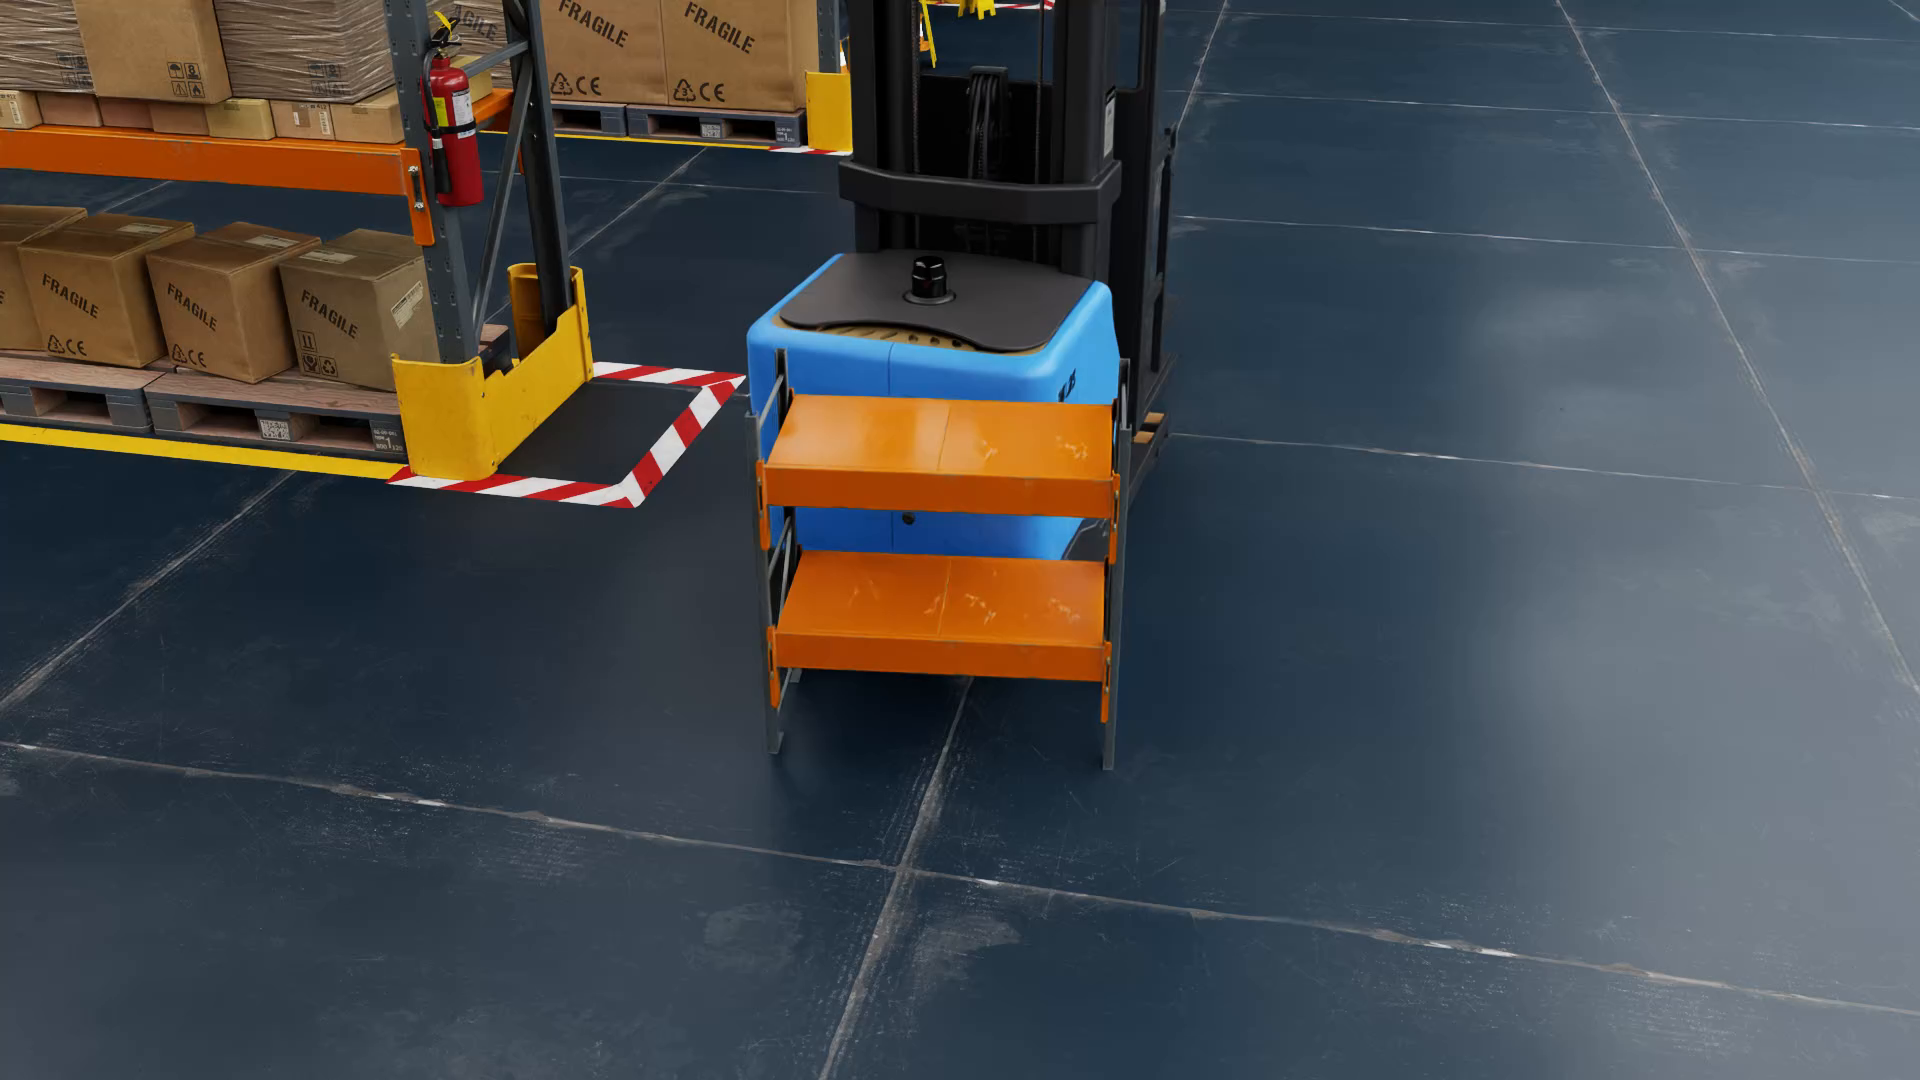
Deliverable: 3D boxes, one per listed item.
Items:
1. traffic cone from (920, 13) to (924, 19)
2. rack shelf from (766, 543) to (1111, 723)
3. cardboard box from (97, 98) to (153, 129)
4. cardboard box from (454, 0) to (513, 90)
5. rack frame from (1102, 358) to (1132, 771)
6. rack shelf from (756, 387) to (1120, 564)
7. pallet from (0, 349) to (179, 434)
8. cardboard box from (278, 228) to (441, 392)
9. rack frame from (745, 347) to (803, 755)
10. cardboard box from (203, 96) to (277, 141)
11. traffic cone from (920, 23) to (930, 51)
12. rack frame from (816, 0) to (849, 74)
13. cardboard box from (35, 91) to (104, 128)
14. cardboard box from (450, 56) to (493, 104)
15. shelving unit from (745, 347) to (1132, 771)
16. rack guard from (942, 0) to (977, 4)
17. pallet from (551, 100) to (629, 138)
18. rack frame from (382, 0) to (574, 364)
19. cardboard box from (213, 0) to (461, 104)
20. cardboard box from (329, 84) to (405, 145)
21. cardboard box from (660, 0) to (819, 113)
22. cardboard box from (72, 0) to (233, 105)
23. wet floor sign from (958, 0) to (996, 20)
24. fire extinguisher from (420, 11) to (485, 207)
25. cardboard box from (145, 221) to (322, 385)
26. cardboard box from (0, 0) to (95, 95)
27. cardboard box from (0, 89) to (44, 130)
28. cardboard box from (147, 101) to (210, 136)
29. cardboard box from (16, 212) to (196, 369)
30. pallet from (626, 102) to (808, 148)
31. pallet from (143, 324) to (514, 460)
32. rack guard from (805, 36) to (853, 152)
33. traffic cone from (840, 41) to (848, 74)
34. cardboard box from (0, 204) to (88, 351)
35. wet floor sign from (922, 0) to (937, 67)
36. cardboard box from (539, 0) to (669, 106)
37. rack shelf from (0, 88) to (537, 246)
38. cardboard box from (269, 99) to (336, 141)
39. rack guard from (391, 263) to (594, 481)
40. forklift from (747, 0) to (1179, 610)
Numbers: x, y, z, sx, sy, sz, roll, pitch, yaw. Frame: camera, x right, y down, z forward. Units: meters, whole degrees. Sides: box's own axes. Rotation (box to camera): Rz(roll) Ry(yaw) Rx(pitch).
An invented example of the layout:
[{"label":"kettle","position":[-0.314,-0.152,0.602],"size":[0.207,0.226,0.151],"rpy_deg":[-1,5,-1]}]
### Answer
[{"label":"traffic cone","position":[-0.504,-4.808,14.551],"size":[0.334,0.463,0.336],"rpy_deg":[6,29,11]},{"label":"rack shelf","position":[-0.044,0.274,5.086],"size":[1.000,0.278,0.538],"rpy_deg":[2,29,4]},{"label":"cardboard box","position":[-3.182,-1.754,6.592],"size":[0.250,0.149,0.380],"rpy_deg":[6,29,11]},{"label":"cardboard box","position":[-3.178,-3.618,11.510],"size":[0.875,0.875,0.875],"rpy_deg":[6,29,11]},{"label":"rack frame","position":[0.463,0.080,4.933],"size":[0.032,1.125,0.500],"rpy_deg":[2,29,4]},{"label":"rack shelf","position":[-0.044,-0.197,4.828],"size":[1.000,0.278,0.538],"rpy_deg":[2,29,4]},{"label":"pallet","position":[-3.935,-0.836,7.557],"size":[1.213,0.211,1.003],"rpy_deg":[6,29,11]},{"label":"cardboard box","position":[-2.491,-0.988,7.097],"size":[0.500,0.500,0.500],"rpy_deg":[11,31,20]},{"label":"rack frame","position":[-0.550,0.040,5.005],"size":[0.032,1.125,0.500],"rpy_deg":[2,29,4]},{"label":"cardboard box","position":[-2.705,-1.677,6.452],"size":[0.250,0.149,0.380],"rpy_deg":[6,29,11]},{"label":"traffic cone","position":[-0.404,-4.253,13.536],"size":[0.334,0.463,0.336],"rpy_deg":[6,29,11]},{"label":"rack frame","position":[-0.749,-4.149,10.705],"size":[0.127,3.000,1.000],"rpy_deg":[6,29,11]},{"label":"cardboard box","position":[-3.431,-1.769,6.619],"size":[0.250,0.149,0.380],"rpy_deg":[6,29,11]},{"label":"cardboard box","position":[-2.113,-1.860,6.785],"size":[0.250,0.149,0.380],"rpy_deg":[6,29,11]},{"label":"shelving unit","position":[-0.044,0.060,4.969],"size":[1.048,1.125,0.538],"rpy_deg":[2,29,4]},{"label":"rack guard","position":[0.111,-5.395,15.584],"size":[0.348,0.500,1.175],"rpy_deg":[6,29,11]},{"label":"pallet","position":[-2.737,-3.093,11.679],"size":[1.213,0.211,1.003],"rpy_deg":[6,29,11]},{"label":"rack frame","position":[-1.884,-1.830,6.468],"size":[0.127,3.000,1.000],"rpy_deg":[6,29,11]},{"label":"cardboard box","position":[-2.416,-2.072,6.497],"size":[0.500,0.500,0.875],"rpy_deg":[6,29,11]},{"label":"cardboard box","position":[-2.206,-1.651,6.404],"size":[0.250,0.149,0.380],"rpy_deg":[6,29,11]},{"label":"cardboard box","position":[-1.426,-3.438,11.182],"size":[0.875,0.875,0.875],"rpy_deg":[6,29,11]},{"label":"cardboard box","position":[-2.930,-2.066,6.486],"size":[0.500,0.500,0.875],"rpy_deg":[6,29,11]},{"label":"wet floor sign","position":[0.148,-4.929,14.582],"size":[0.232,0.644,0.267],"rpy_deg":[17,33,28]},{"label":"fire extinguisher","position":[-1.868,-1.568,6.071],"size":[0.183,0.674,0.296],"rpy_deg":[6,29,11]},{"label":"cardboard box","position":[-3.083,-1.032,7.177],"size":[0.500,0.500,0.500],"rpy_deg":[14,32,24]},{"label":"cardboard box","position":[-3.410,-2.136,6.615],"size":[0.500,0.500,0.875],"rpy_deg":[6,29,11]},{"label":"cardboard box","position":[-3.694,-1.752,6.589],"size":[0.250,0.149,0.380],"rpy_deg":[6,29,11]},{"label":"cardboard box","position":[-2.946,-1.710,6.511],"size":[0.250,0.149,0.380],"rpy_deg":[6,29,11]},{"label":"cardboard box","position":[-3.691,-1.103,7.308],"size":[0.500,0.500,0.500],"rpy_deg":[9,30,15]},{"label":"pallet","position":[-1.547,-2.969,11.454],"size":[1.213,0.211,1.003],"rpy_deg":[6,29,11]},{"label":"pallet","position":[-2.745,-0.712,7.331],"size":[1.213,0.211,1.003],"rpy_deg":[6,29,11]},{"label":"rack guard","position":[-0.726,-3.050,11.301],"size":[0.348,0.500,1.175],"rpy_deg":[6,29,11]},{"label":"traffic cone","position":[-0.972,-3.756,12.629],"size":[0.334,0.463,0.336],"rpy_deg":[6,29,11]},{"label":"cardboard box","position":[-4.227,-1.180,7.448],"size":[0.500,0.500,0.500],"rpy_deg":[3,29,6]},{"label":"wet floor sign","position":[-0.307,-4.043,12.963],"size":[0.232,0.644,0.267],"rpy_deg":[1,29,2]},{"label":"cardboard box","position":[-2.287,-3.525,11.341],"size":[0.875,0.875,0.875],"rpy_deg":[5,29,10]},{"label":"rack shelf","position":[-3.840,-1.715,7.008],"size":[4.000,0.370,1.077],"rpy_deg":[6,29,11]},{"label":"cardboard box","position":[-2.450,-1.676,6.450],"size":[0.250,0.149,0.380],"rpy_deg":[6,29,11]},{"label":"rack guard","position":[-1.958,-0.741,7.083],"size":[0.348,0.500,1.175],"rpy_deg":[6,29,11]},{"label":"forklift","position":[0.246,-1.614,6.146],"size":[1.130,2.935,3.031],"rpy_deg":[9,30,16]}]
